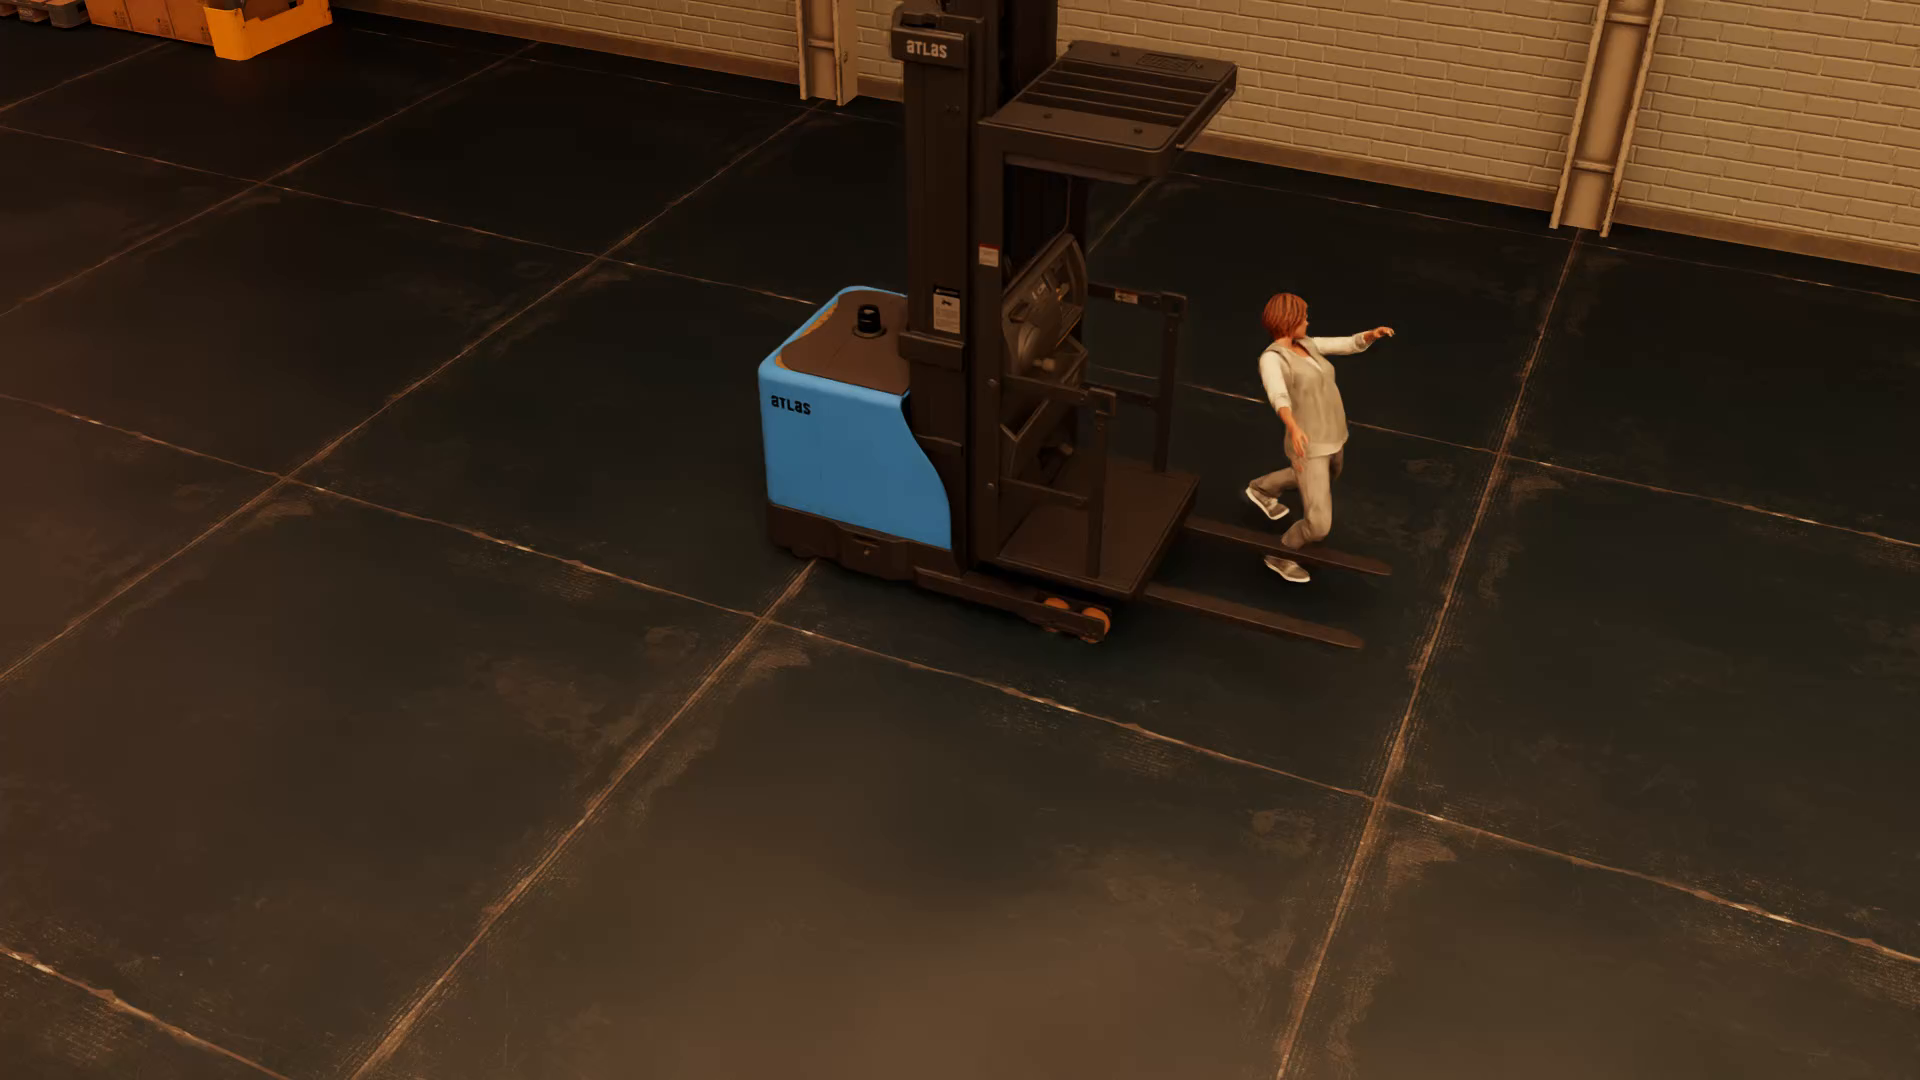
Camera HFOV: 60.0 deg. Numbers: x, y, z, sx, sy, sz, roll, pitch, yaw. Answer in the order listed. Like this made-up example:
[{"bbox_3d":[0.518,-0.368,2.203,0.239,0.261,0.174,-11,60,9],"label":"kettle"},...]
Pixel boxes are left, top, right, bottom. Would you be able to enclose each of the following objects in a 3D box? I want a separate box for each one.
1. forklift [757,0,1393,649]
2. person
[{"bbox_3d":[0.575,-1.056,7.567,3.031,2.935,1.130,15,38,19],"label":"forklift"},{"bbox_3d":[1.634,-0.414,7.986,0.660,1.386,0.921,15,38,20],"label":"person"}]
